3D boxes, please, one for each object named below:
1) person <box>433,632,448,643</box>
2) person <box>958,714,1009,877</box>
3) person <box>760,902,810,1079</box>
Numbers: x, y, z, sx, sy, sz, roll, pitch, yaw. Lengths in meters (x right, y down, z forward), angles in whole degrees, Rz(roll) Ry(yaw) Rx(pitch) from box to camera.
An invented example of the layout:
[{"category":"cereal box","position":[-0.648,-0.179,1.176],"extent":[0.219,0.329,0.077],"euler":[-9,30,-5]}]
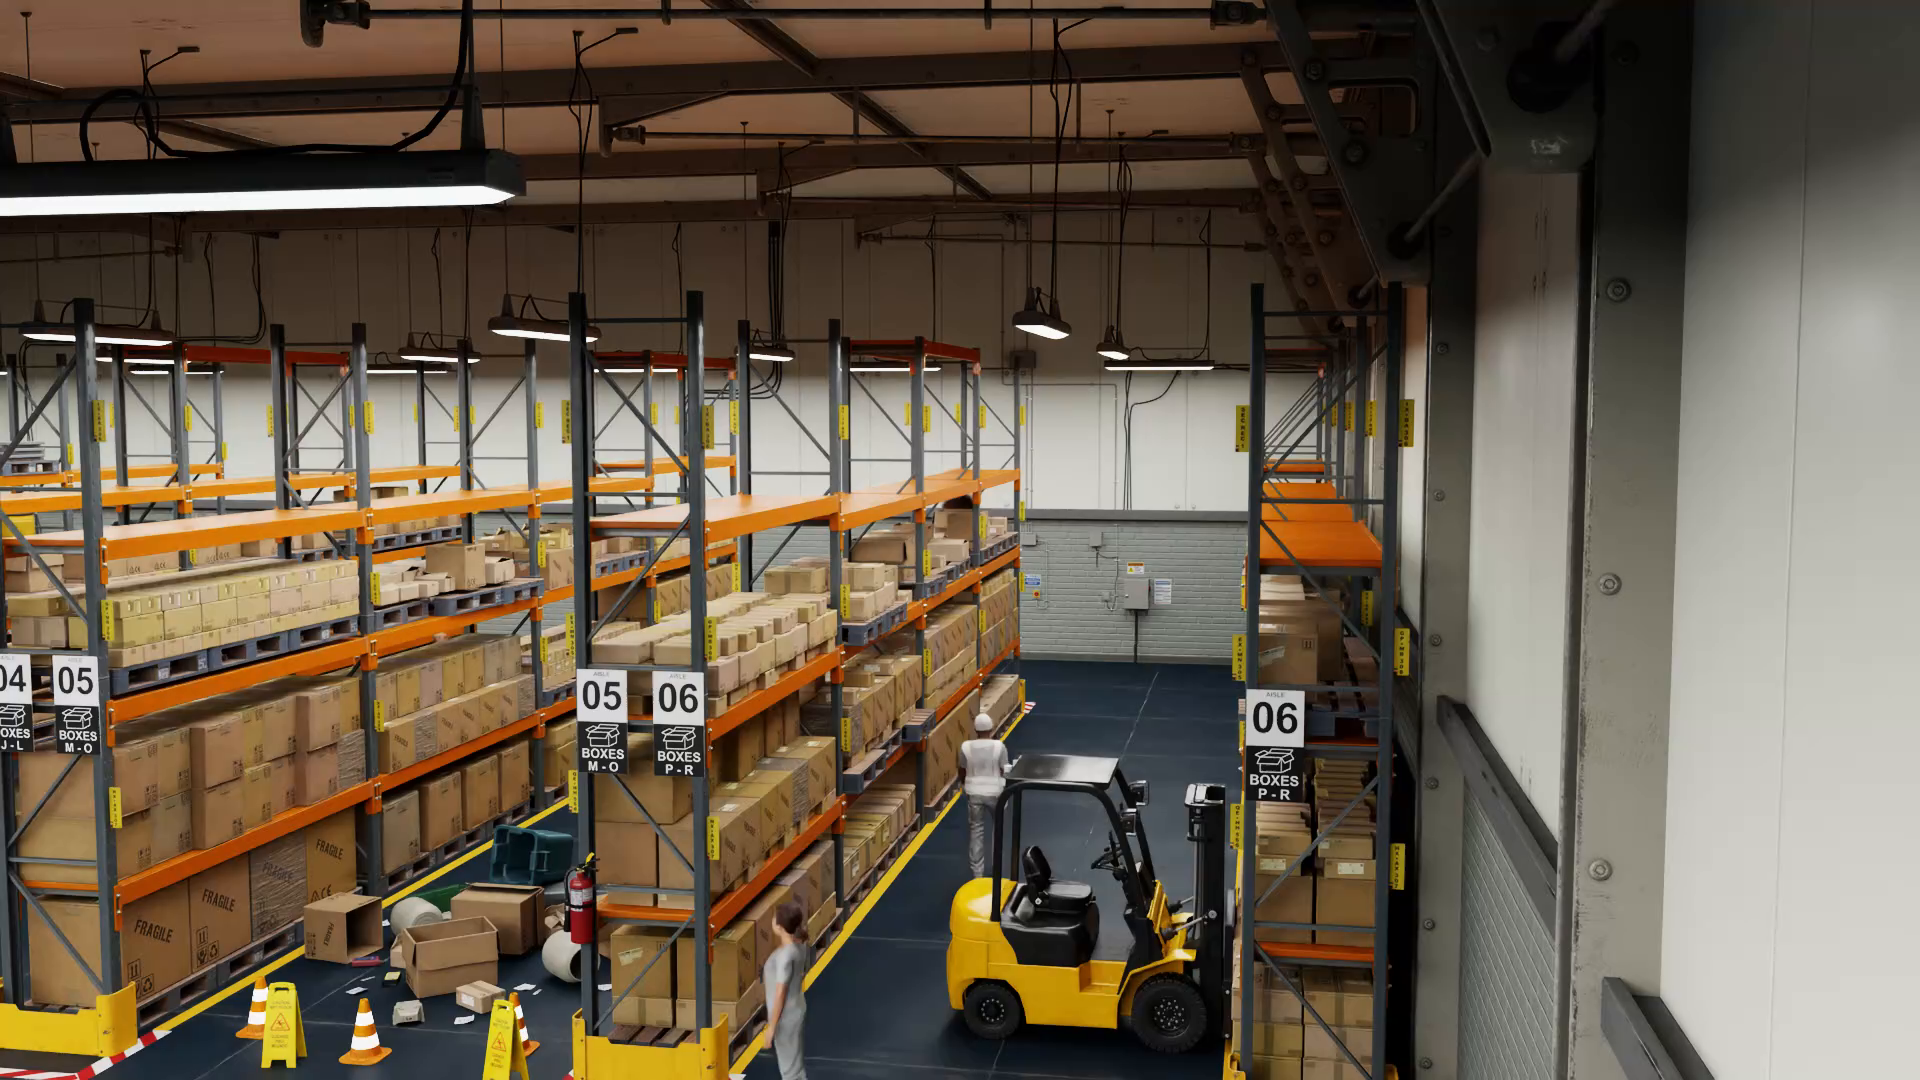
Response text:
[{"category":"person","position":[-7.820,2.294,25.282],"extent":[0.468,1.841,0.588],"euler":[4,6,38]},{"category":"person","position":[0.270,2.803,18.292],"extent":[0.578,1.818,0.598],"euler":[1,5,7]},{"category":"person","position":[-1.210,3.395,11.723],"extent":[0.376,1.696,0.509],"euler":[0,5,4]}]
